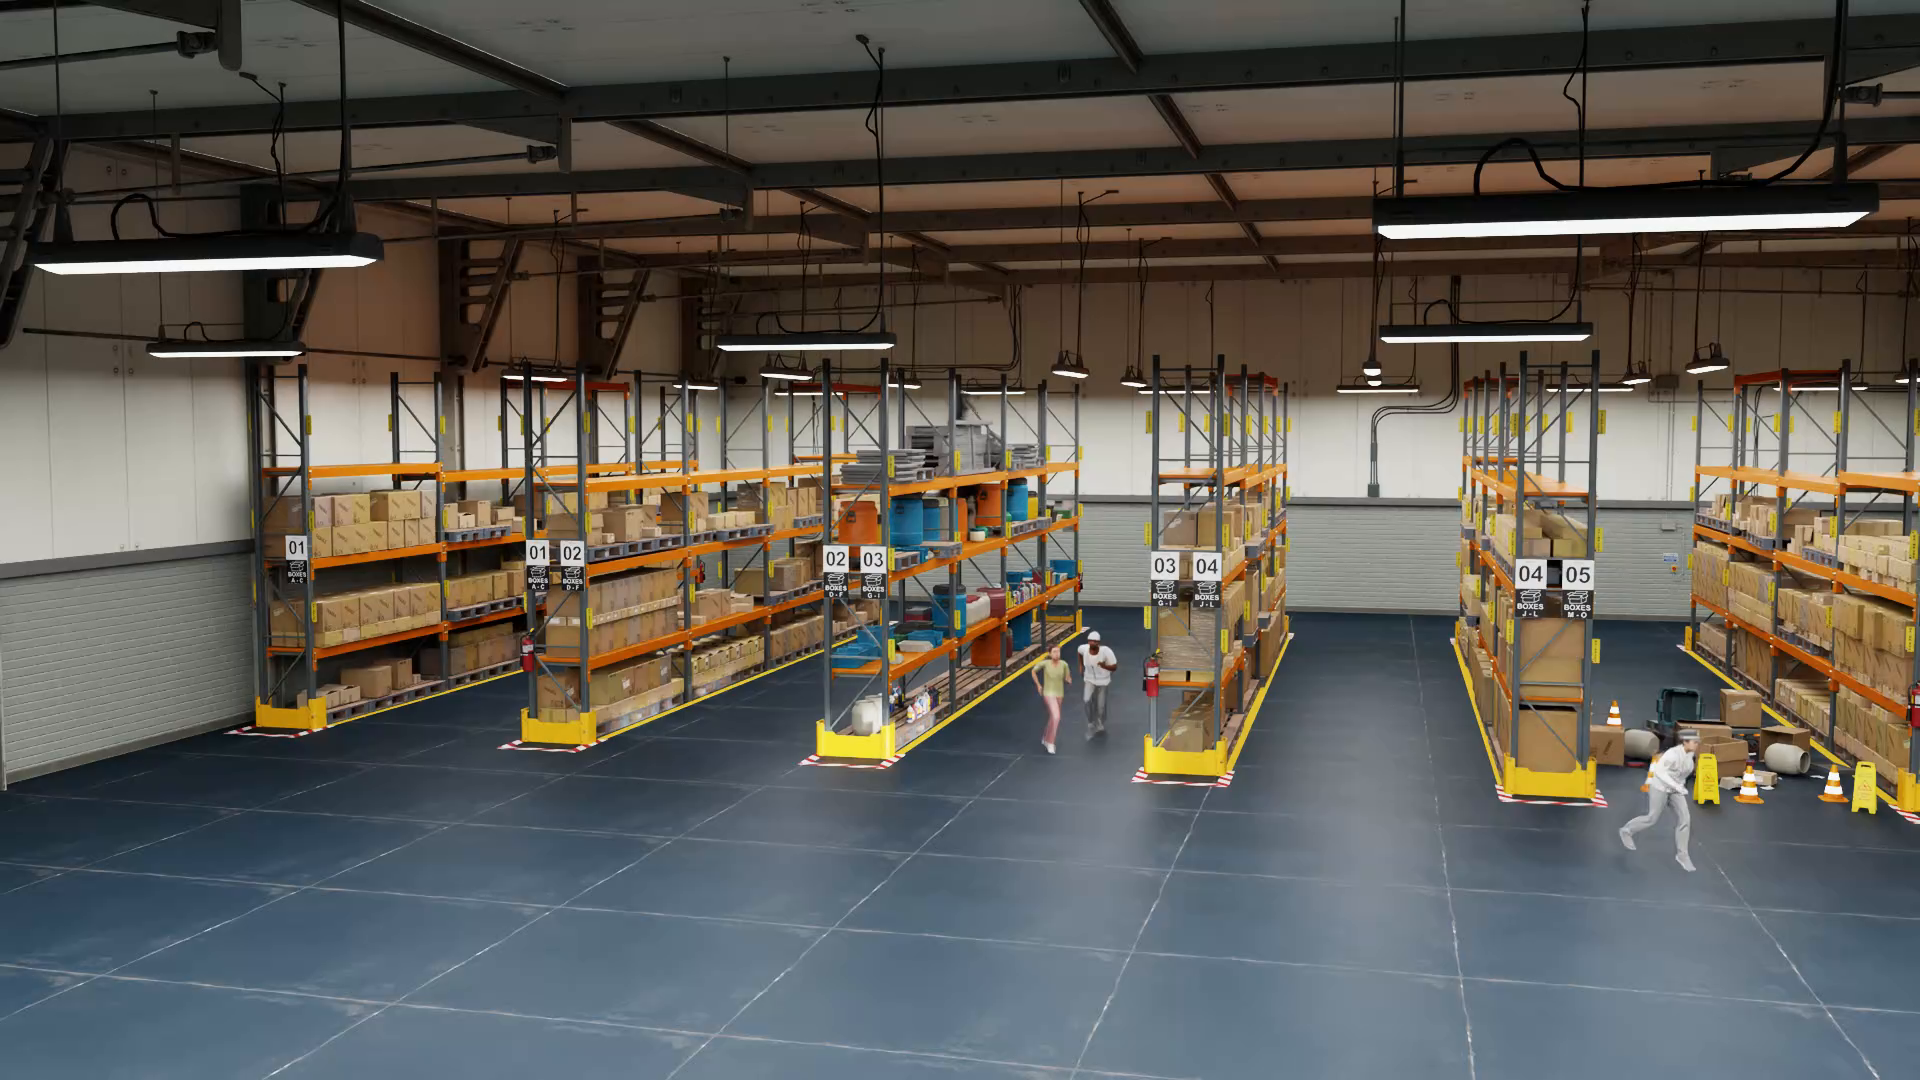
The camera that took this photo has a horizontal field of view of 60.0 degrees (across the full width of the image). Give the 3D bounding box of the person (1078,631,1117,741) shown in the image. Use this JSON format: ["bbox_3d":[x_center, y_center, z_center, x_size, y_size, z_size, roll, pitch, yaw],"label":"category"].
[{"bbox_3d":[2.193,2.309,26.602,0.684,1.746,0.936,1,4,13],"label":"person"}]

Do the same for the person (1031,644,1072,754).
[{"bbox_3d":[1.426,2.430,25.455,0.577,1.695,0.744,-1,4,-21],"label":"person"}]

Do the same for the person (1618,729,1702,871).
[{"bbox_3d":[8.030,2.914,19.069,0.655,1.624,0.978,-3,5,-38],"label":"person"}]
